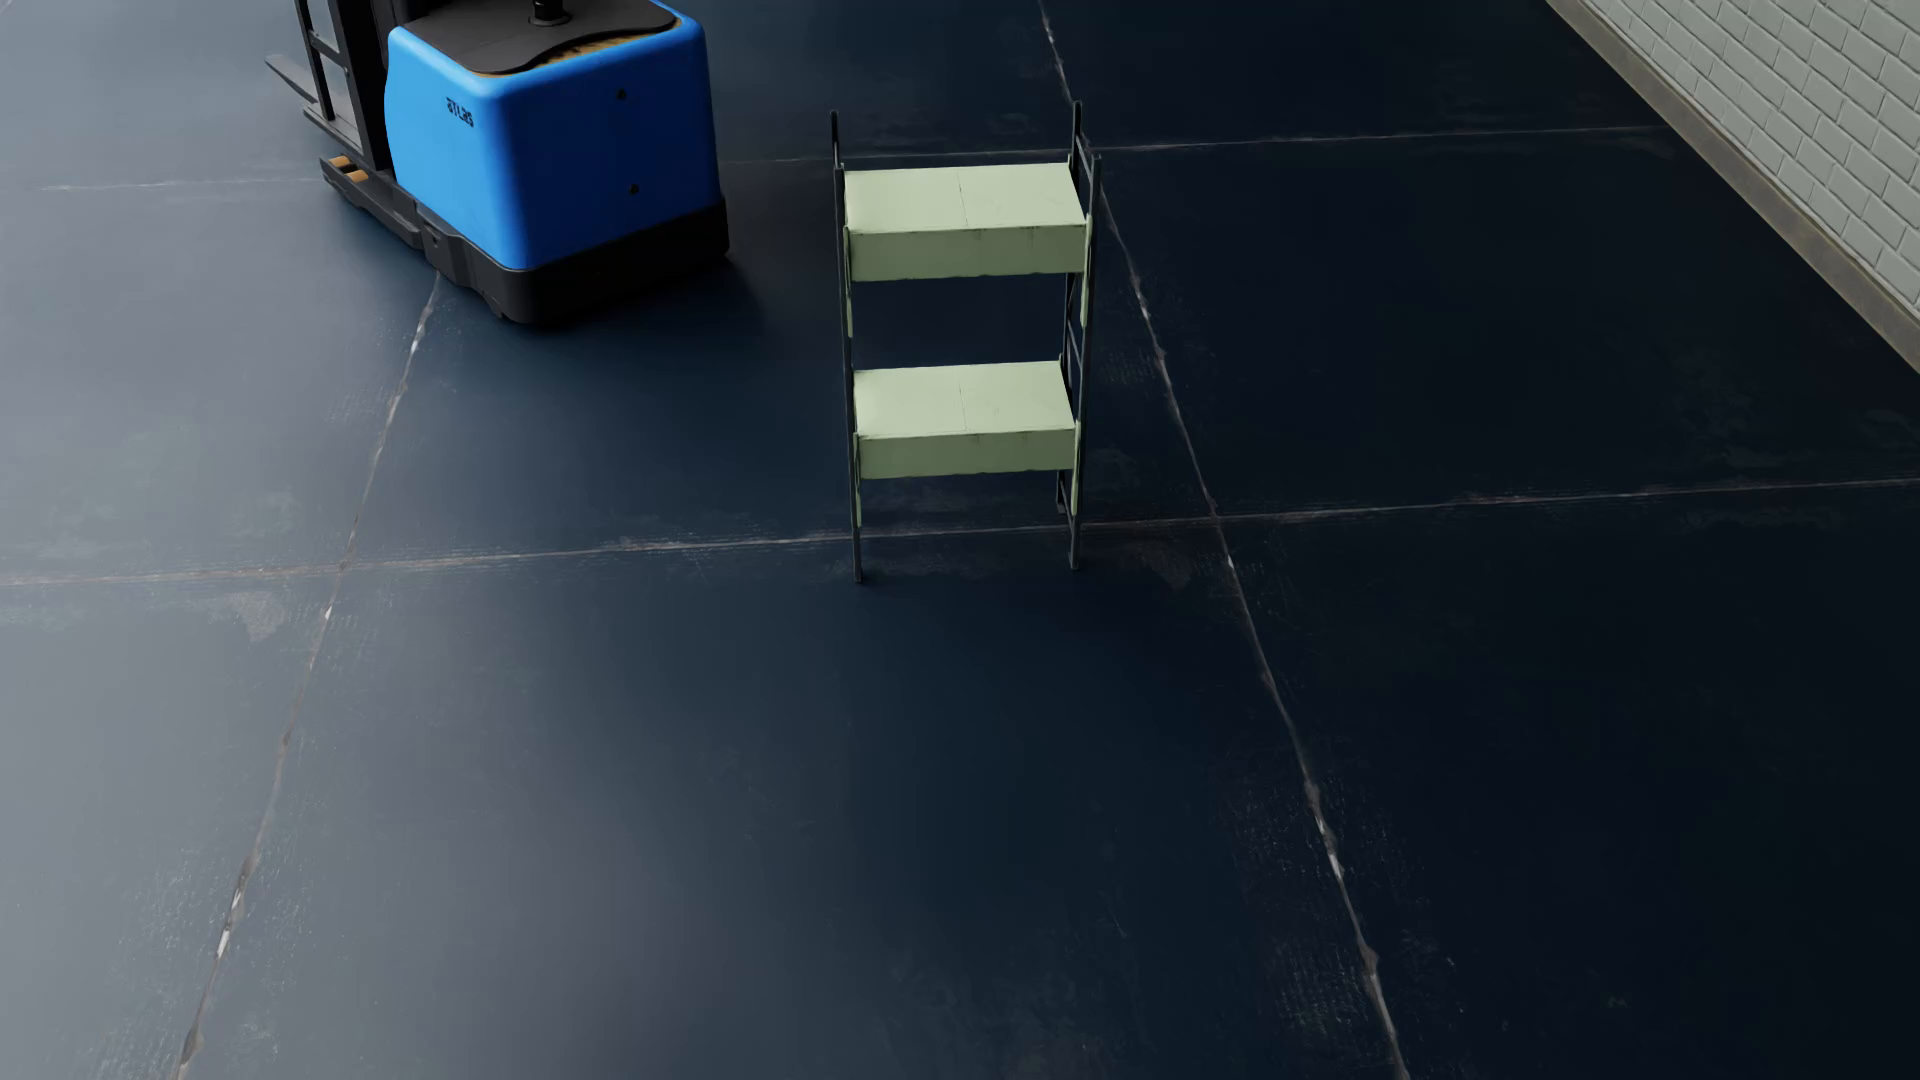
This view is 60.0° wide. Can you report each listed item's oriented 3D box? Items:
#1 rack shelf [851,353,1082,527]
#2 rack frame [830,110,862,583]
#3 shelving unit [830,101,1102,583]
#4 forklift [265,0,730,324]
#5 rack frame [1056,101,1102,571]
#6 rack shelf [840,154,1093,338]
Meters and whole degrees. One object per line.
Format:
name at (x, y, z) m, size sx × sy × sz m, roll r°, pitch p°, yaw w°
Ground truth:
rack shelf at (0.007, -0.333, 5.488) m, size 0.720 × 0.370 × 0.431 m, roll -3°, pitch 38°, yaw -4°
rack frame at (-0.358, -0.569, 5.260) m, size 0.023 × 1.500 × 0.400 m, roll -3°, pitch 38°, yaw -4°
shelving unit at (0.007, -0.589, 5.286) m, size 0.755 × 1.500 × 0.431 m, roll -3°, pitch 38°, yaw -4°
forklift at (-2.338, -2.871, 7.022) m, size 1.130 × 2.935 × 3.031 m, roll -28°, pitch 46°, yaw -30°
rack frame at (0.371, -0.609, 5.311) m, size 0.023 × 1.500 × 0.400 m, roll -3°, pitch 38°, yaw -4°
rack shelf at (0.007, -0.896, 5.044) m, size 0.720 × 0.370 × 0.431 m, roll -3°, pitch 38°, yaw -4°
